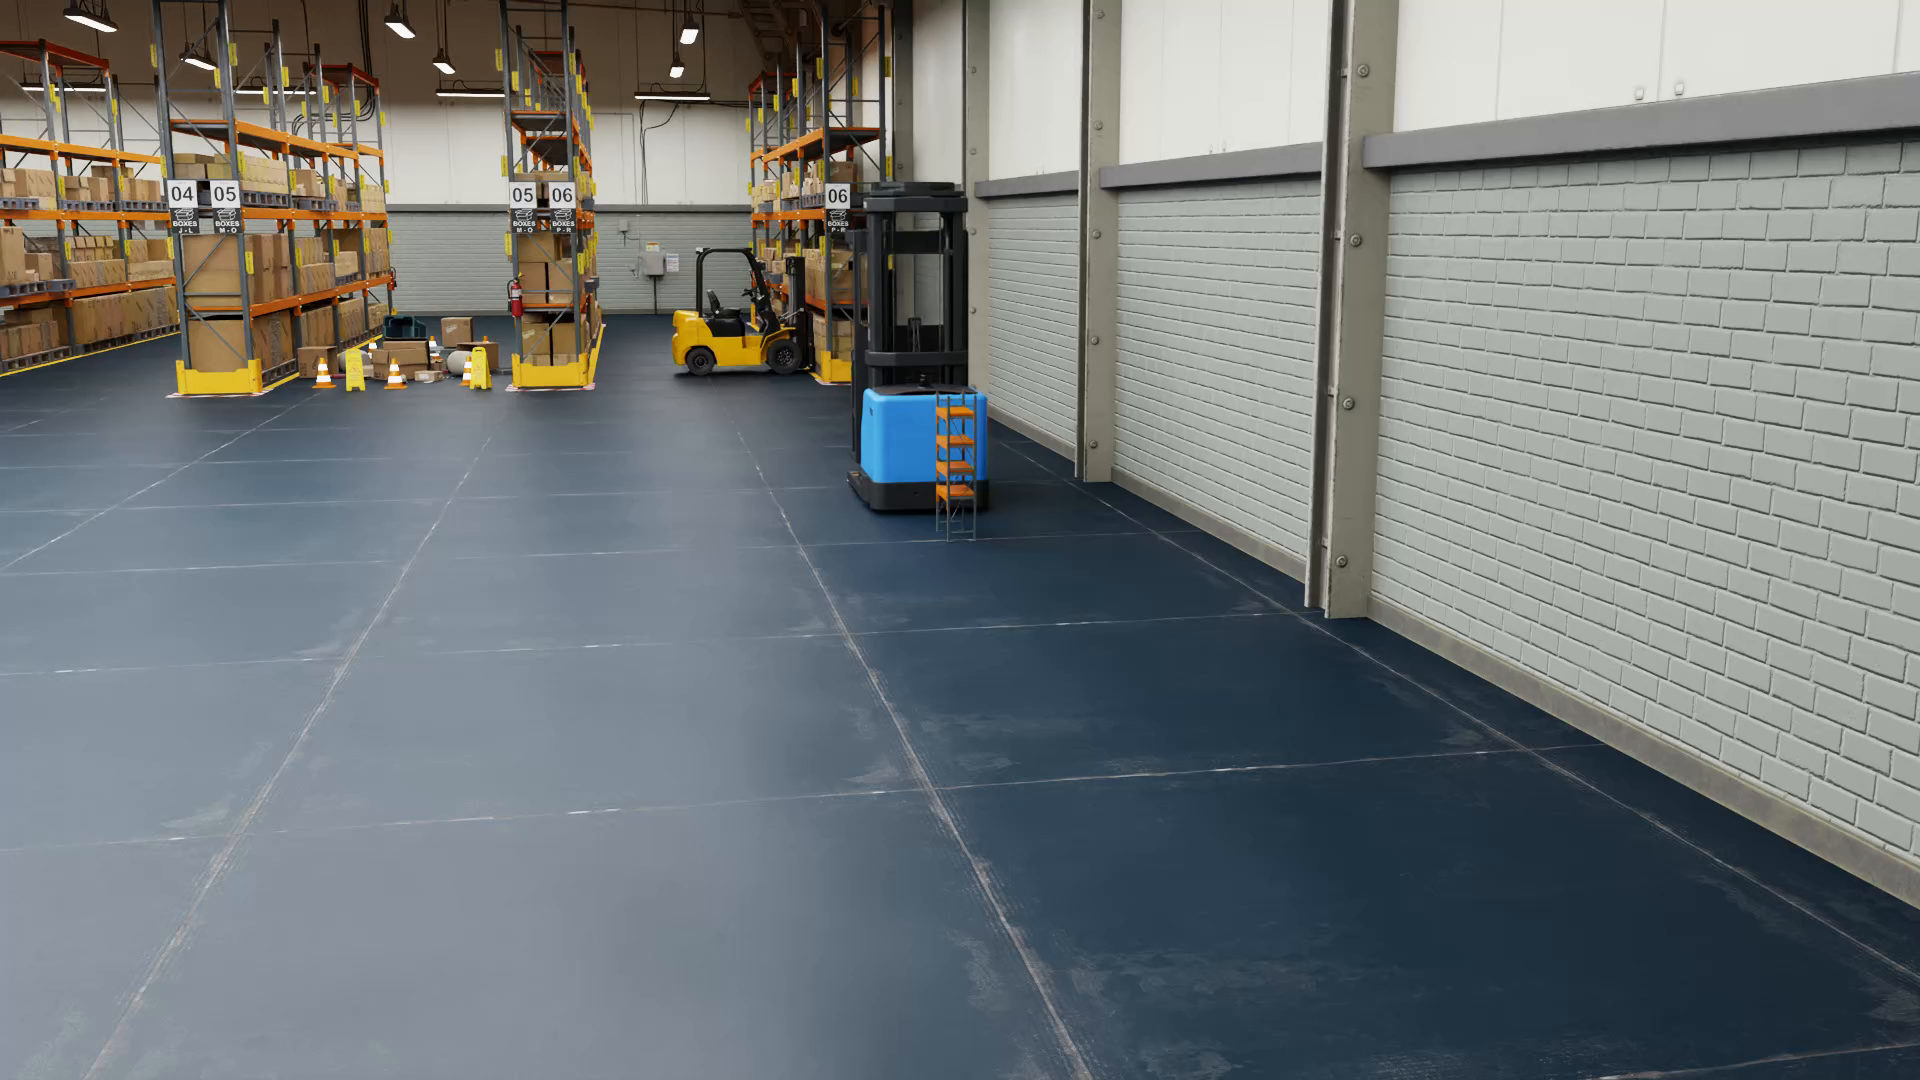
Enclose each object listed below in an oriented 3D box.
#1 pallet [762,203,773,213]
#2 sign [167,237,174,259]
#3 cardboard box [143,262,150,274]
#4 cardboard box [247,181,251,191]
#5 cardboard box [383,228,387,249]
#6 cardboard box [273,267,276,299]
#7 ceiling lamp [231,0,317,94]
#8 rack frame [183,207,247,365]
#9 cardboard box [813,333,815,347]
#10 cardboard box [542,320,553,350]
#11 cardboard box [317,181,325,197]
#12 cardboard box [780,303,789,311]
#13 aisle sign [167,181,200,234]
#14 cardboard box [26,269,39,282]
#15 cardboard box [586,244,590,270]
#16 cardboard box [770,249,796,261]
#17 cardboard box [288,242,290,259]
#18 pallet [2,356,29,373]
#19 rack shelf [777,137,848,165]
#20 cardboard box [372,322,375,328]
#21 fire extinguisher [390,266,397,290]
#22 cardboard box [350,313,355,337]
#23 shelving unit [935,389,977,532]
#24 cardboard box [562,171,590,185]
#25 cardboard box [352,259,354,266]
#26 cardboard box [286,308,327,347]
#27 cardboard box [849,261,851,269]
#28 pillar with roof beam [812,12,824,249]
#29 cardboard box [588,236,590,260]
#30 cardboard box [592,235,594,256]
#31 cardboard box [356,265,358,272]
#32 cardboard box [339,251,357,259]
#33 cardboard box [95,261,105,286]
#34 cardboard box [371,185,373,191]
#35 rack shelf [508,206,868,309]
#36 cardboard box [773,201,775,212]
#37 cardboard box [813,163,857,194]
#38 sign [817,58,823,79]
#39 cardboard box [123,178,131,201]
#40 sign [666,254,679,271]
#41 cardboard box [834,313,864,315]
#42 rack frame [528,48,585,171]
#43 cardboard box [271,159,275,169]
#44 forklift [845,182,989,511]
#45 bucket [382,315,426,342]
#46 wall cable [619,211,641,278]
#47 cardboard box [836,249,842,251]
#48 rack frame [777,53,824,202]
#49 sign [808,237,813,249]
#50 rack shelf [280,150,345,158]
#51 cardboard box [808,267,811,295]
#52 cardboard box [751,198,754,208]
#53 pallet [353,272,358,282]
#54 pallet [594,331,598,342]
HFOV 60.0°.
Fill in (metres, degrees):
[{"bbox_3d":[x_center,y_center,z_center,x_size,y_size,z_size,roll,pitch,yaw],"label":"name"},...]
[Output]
[{"bbox_3d":[-3.782,-7.408,37.074,1.213,0.211,1.003,-2,11,-11],"label":"pallet"},{"bbox_3d":[-11.949,-4.426,25.198,0.100,0.325,0.005,-2,11,-11],"label":"sign"},{"bbox_3d":[-18.666,-6.151,37.599,0.500,0.250,0.500,-2,11,-10],"label":"cardboard box"},{"bbox_3d":[-11.217,-5.485,25.750,0.380,0.149,0.250,-2,11,-10],"label":"cardboard box"},{"bbox_3d":[-14.193,-7.304,40.312,0.500,0.500,0.500,-2,11,-12],"label":"cardboard box"},{"bbox_3d":[-11.990,-4.295,27.838,0.875,0.550,0.550,-2,11,-11],"label":"cardboard box"},{"bbox_3d":[-17.446,-12.930,41.950,2.000,3.185,0.800,-2,11,-11],"label":"ceiling lamp"},{"bbox_3d":[-11.418,-3.758,25.418,0.949,2.616,0.053,-2,11,-11],"label":"rack frame"},{"bbox_3d":[-2.320,-3.503,28.973,0.500,0.250,0.500,-2,11,-12],"label":"cardboard box"},{"bbox_3d":[-7.095,-3.414,27.834,0.500,0.500,0.500,-2,11,-9],"label":"cardboard box"},{"bbox_3d":[-12.473,-6.730,31.857,0.500,0.311,0.500,-2,11,-11],"label":"cardboard box"},{"bbox_3d":[-3.694,-5.032,35.941,0.380,0.149,0.250,-3,11,-14],"label":"cardboard box"},{"bbox_3d":[-11.695,-5.011,25.050,0.394,0.787,0.004,-2,11,-11],"label":"aisle sign"},{"bbox_3d":[-17.266,-4.908,30.695,0.396,0.266,0.258,-2,11,-13],"label":"cardboard box"},{"bbox_3d":[-7.563,-5.565,32.727,0.500,0.500,0.500,-3,11,-15],"label":"cardboard box"},{"bbox_3d":[-3.765,-6.155,36.611,0.797,0.503,0.637,-2,11,-12],"label":"cardboard box"},{"bbox_3d":[-12.295,-5.123,29.648,0.700,0.500,0.500,-2,11,-12],"label":"cardboard box"},{"bbox_3d":[-17.230,-3.103,29.434,1.003,0.211,1.213,-2,11,-11],"label":"pallet"},{"bbox_3d":[-2.877,-7.635,32.739,1.077,0.370,4.000,-2,11,-11],"label":"rack shelf"},{"bbox_3d":[-13.556,-4.892,37.878,0.380,0.149,0.250,-2,11,-9],"label":"cardboard box"},{"bbox_3d":[-14.123,-6.534,41.210,0.296,0.674,0.183,-2,11,-11],"label":"fire extinguisher"},{"bbox_3d":[-13.063,-4.529,35.030,0.500,0.500,0.500,-2,11,-12],"label":"cardboard box"},{"bbox_3d":[-0.033,-0.621,13.749,0.258,1.200,0.492,-2,11,-11],"label":"shelving unit"},{"bbox_3d":[-7.184,-6.755,31.082,0.500,0.250,0.500,-2,11,-12],"label":"cardboard box"},{"bbox_3d":[-13.380,-6.028,36.100,0.380,0.149,0.250,-2,11,-9],"label":"cardboard box"},{"bbox_3d":[-12.767,-4.051,31.853,1.050,0.750,0.750,-2,11,-10],"label":"cardboard box"},{"bbox_3d":[-1.675,-4.667,28.192,0.380,0.149,0.250,-2,11,-12],"label":"cardboard box"},{"bbox_3d":[-7.518,-9.290,38.437,9.100,9.000,0.400,-2,11,-11],"label":"pillar with roof beam"},{"bbox_3d":[-8.182,-6.250,35.568,0.500,0.500,0.500,-2,11,-9],"label":"cardboard box"},{"bbox_3d":[-8.948,-6.981,39.411,0.500,0.500,0.500,-2,11,-10],"label":"cardboard box"},{"bbox_3d":[-13.477,-5.976,36.622,0.380,0.149,0.250,-2,11,-12],"label":"cardboard box"},{"bbox_3d":[-13.377,-6.174,36.070,0.428,0.149,1.299,-2,11,-13],"label":"cardboard box"},{"bbox_3d":[-17.984,-5.492,34.260,0.500,0.500,0.500,-2,11,-11],"label":"cardboard box"},{"bbox_3d":[-13.896,-8.201,38.735,0.380,0.149,0.250,-2,11,-13],"label":"cardboard box"},{"bbox_3d":[-4.593,-4.903,28.758,5.918,1.649,4.000,-2,11,-11],"label":"rack shelf"},{"bbox_3d":[-3.800,-7.274,36.271,0.500,0.250,0.500,-2,11,-11],"label":"cardboard box"},{"bbox_3d":[-2.137,-6.180,28.462,0.700,0.500,0.500,-2,11,-11],"label":"cardboard box"},{"bbox_3d":[-2.245,-7.566,26.668,0.100,0.325,0.005,-2,11,-11],"label":"sign"},{"bbox_3d":[-18.945,-7.815,37.055,0.700,0.500,0.500,-2,11,-8],"label":"cardboard box"},{"bbox_3d":[-8.277,-7.983,47.872,0.329,0.494,0.001,-2,11,-11],"label":"sign"},{"bbox_3d":[-2.004,-3.949,29.980,0.500,0.250,0.500,-2,11,-11],"label":"cardboard box"},{"bbox_3d":[-8.135,-8.371,33.610,1.000,3.000,0.127,-2,11,-11],"label":"rack frame"},{"bbox_3d":[-11.611,-6.248,27.625,0.380,0.149,0.250,-2,11,-11],"label":"cardboard box"},{"bbox_3d":[-0.507,-1.927,15.983,1.130,2.935,3.031,-2,11,-10],"label":"forklift"},{"bbox_3d":[-9.904,-3.689,29.747,0.726,0.611,0.620,2,1,9],"label":"bucket"},{"bbox_3d":[-9.421,-8.477,47.496,0.588,1.984,0.122,-2,11,-11],"label":"wall cable"},{"bbox_3d":[-2.057,-5.242,30.418,0.380,0.149,0.250,-2,11,-12],"label":"cardboard box"},{"bbox_3d":[-3.266,-8.552,34.562,1.000,3.000,0.127,-2,11,-11],"label":"rack frame"},{"bbox_3d":[-3.501,-6.928,38.978,0.100,0.325,0.005,-2,11,-11],"label":"sign"},{"bbox_3d":[-13.359,-8.085,34.580,0.919,0.124,3.809,-2,11,-11],"label":"rack shelf"},{"bbox_3d":[-2.441,-4.642,29.795,0.500,0.500,0.500,-2,11,-12],"label":"cardboard box"},{"bbox_3d":[-5.004,-8.527,42.058,0.508,0.250,0.508,-2,11,-11],"label":"cardboard box"},{"bbox_3d":[-13.742,-5.719,36.236,1.003,0.211,1.213,-2,11,-11],"label":"pallet"},{"bbox_3d":[-8.448,-4.425,36.379,1.003,0.211,1.213,-2,11,-11],"label":"pallet"}]
